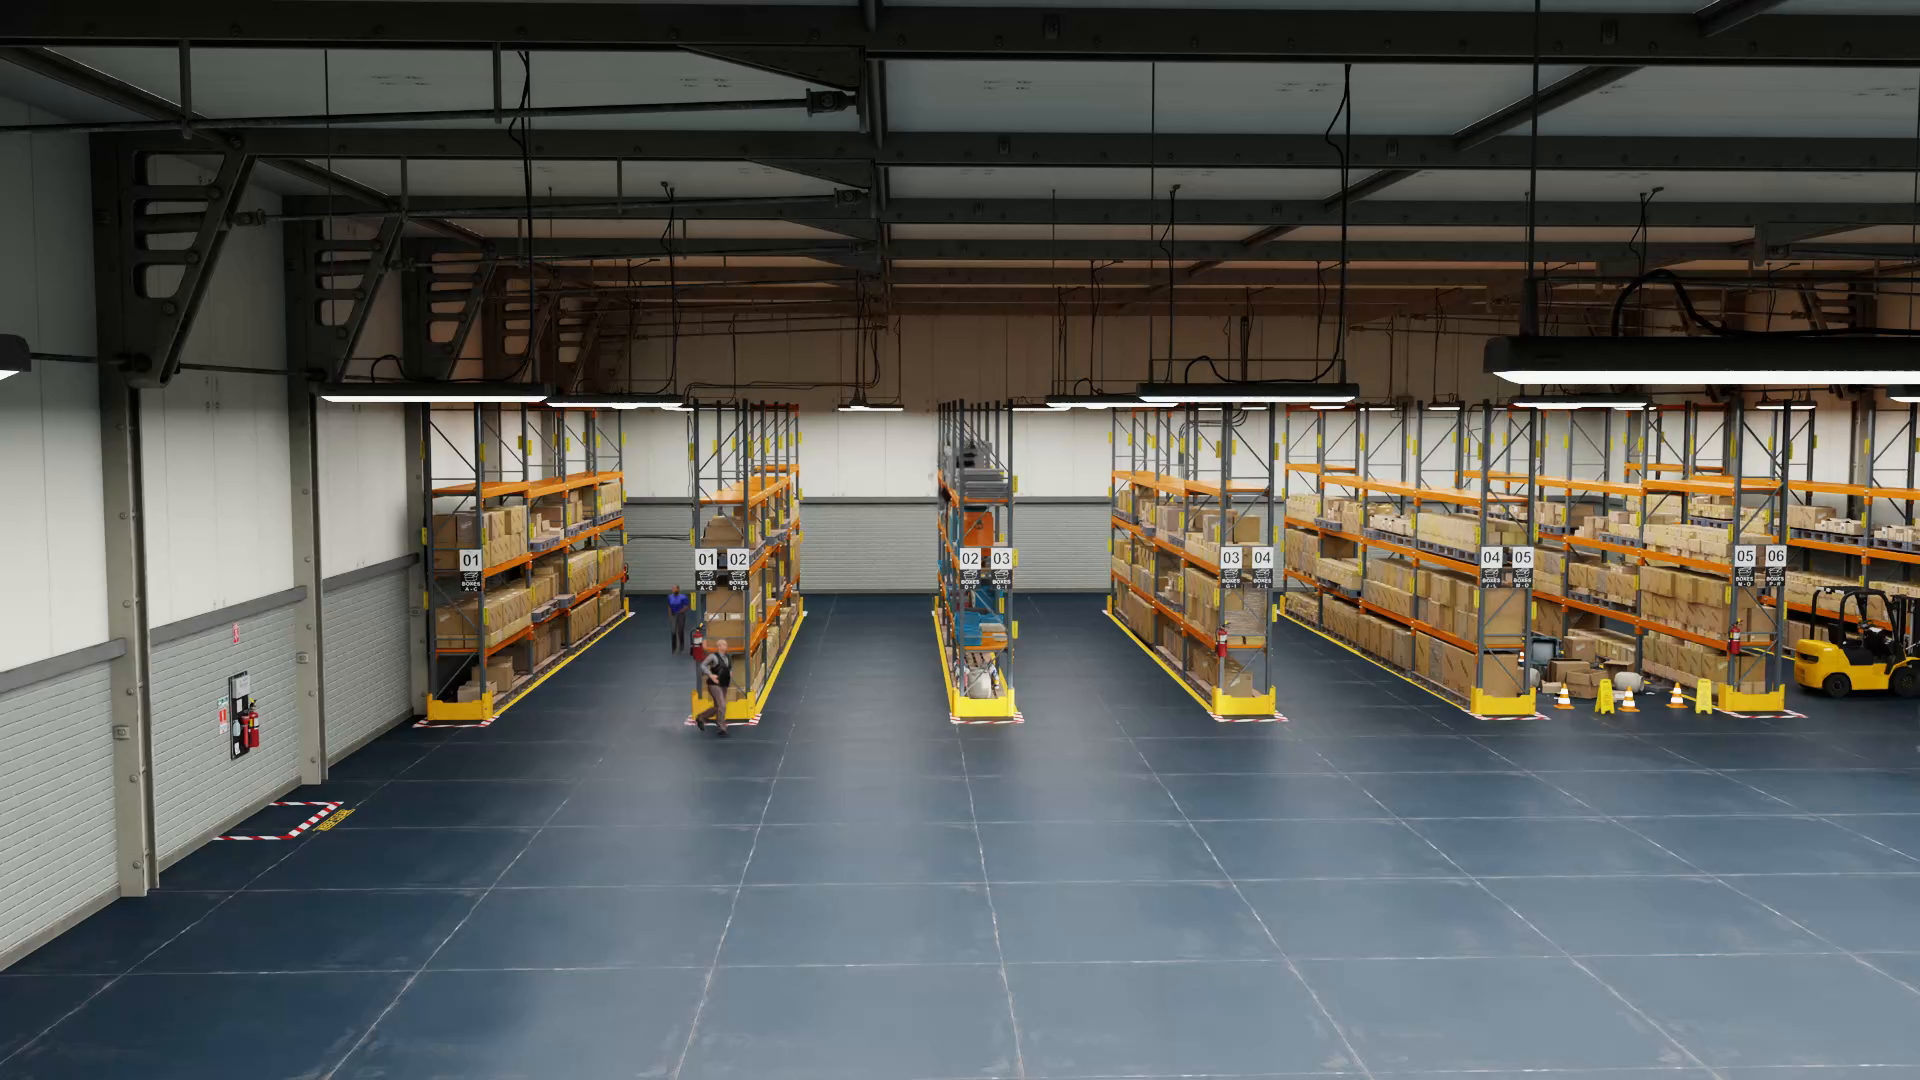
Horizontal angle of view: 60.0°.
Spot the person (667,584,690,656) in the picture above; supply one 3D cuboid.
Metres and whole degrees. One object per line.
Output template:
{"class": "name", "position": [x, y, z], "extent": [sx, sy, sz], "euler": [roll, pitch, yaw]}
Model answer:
{"class": "person", "position": [-6.730, 1.904, 39.707], "extent": [0.545, 1.722, 0.725], "euler": [0, 4, 3]}

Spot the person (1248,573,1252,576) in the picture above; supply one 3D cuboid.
{"class": "person", "position": [8.035, 1.456, 44.620], "extent": [0.686, 1.846, 0.799], "euler": [0, 4, -3]}

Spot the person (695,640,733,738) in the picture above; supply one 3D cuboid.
{"class": "person", "position": [-4.315, 2.634, 29.753], "extent": [0.839, 1.715, 0.690], "euler": [3, 5, 32]}
